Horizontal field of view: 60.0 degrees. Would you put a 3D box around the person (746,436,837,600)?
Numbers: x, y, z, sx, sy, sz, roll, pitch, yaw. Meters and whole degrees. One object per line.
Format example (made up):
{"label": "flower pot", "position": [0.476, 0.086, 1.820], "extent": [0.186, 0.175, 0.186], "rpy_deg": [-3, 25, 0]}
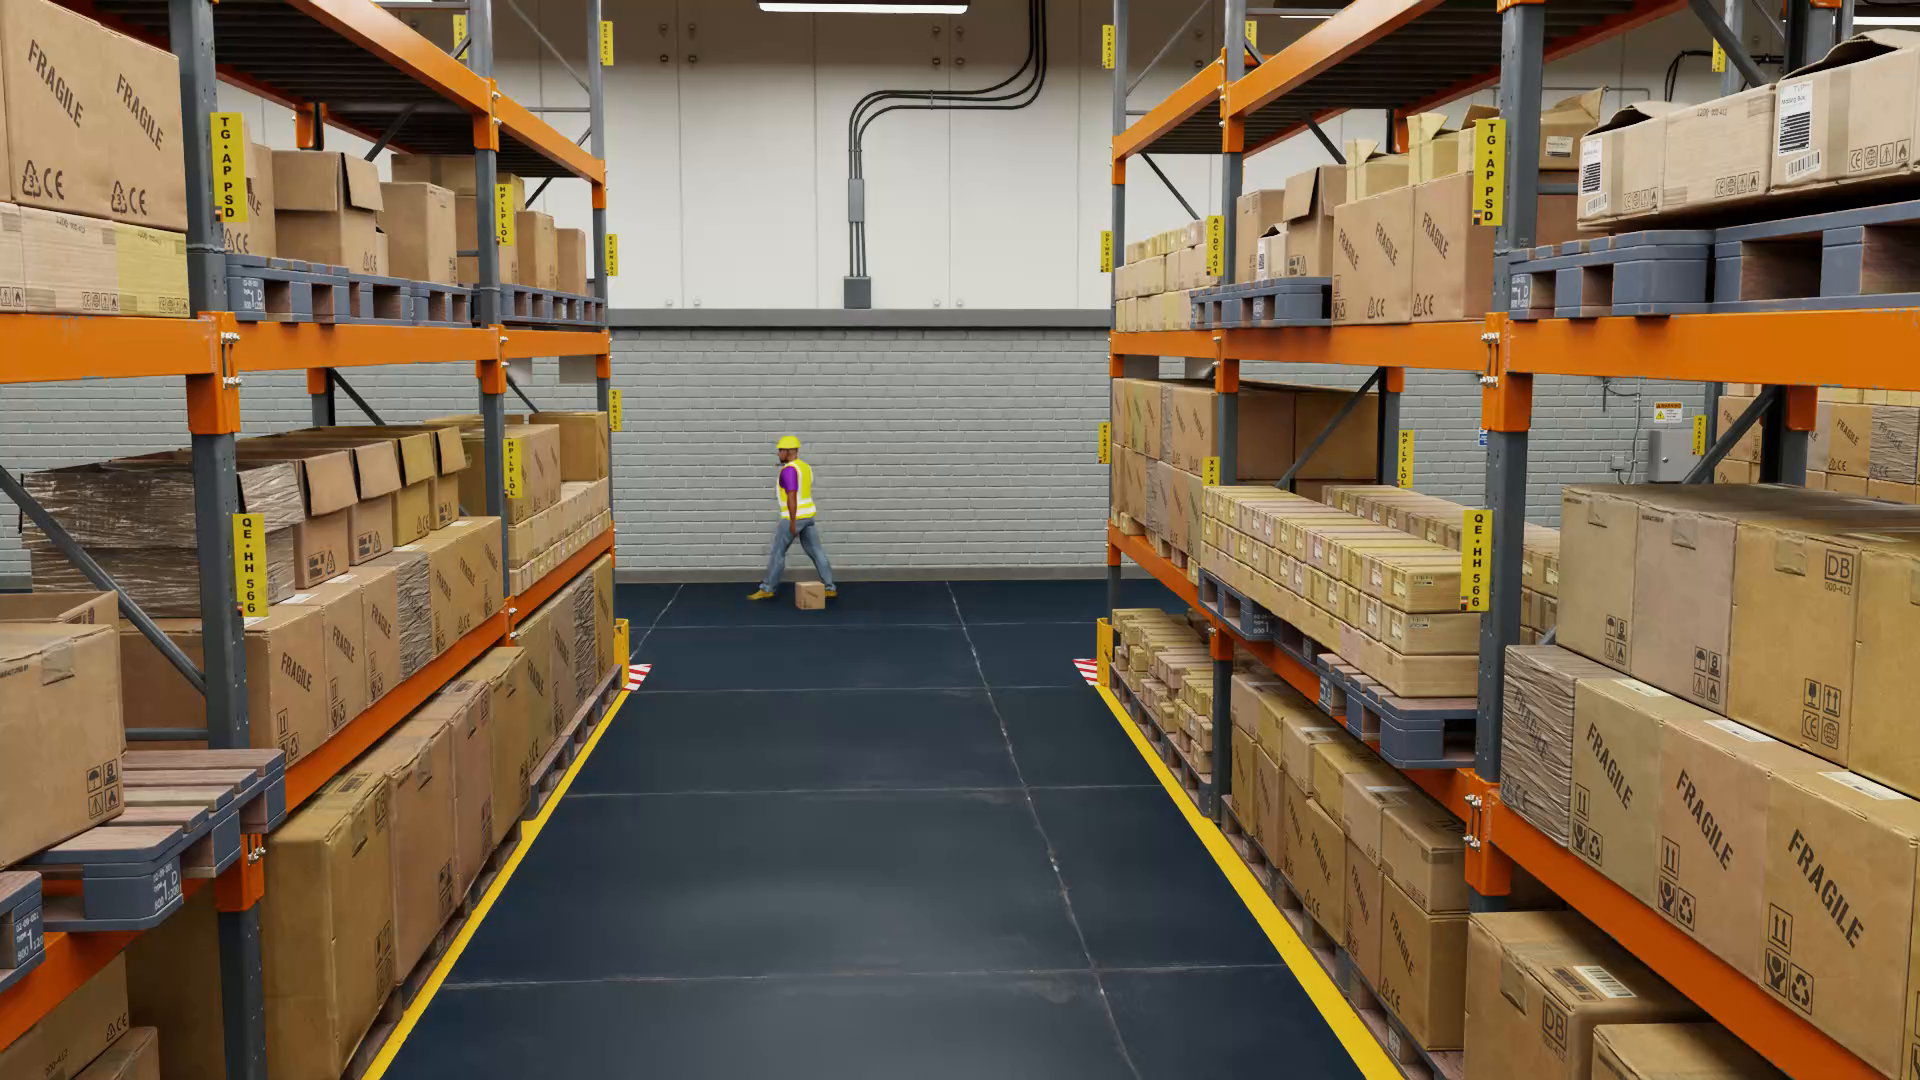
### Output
{"label": "person", "position": [-1.762, -0.230, 17.563], "extent": [0.966, 1.738, 0.595], "rpy_deg": [3, 7, 23]}
